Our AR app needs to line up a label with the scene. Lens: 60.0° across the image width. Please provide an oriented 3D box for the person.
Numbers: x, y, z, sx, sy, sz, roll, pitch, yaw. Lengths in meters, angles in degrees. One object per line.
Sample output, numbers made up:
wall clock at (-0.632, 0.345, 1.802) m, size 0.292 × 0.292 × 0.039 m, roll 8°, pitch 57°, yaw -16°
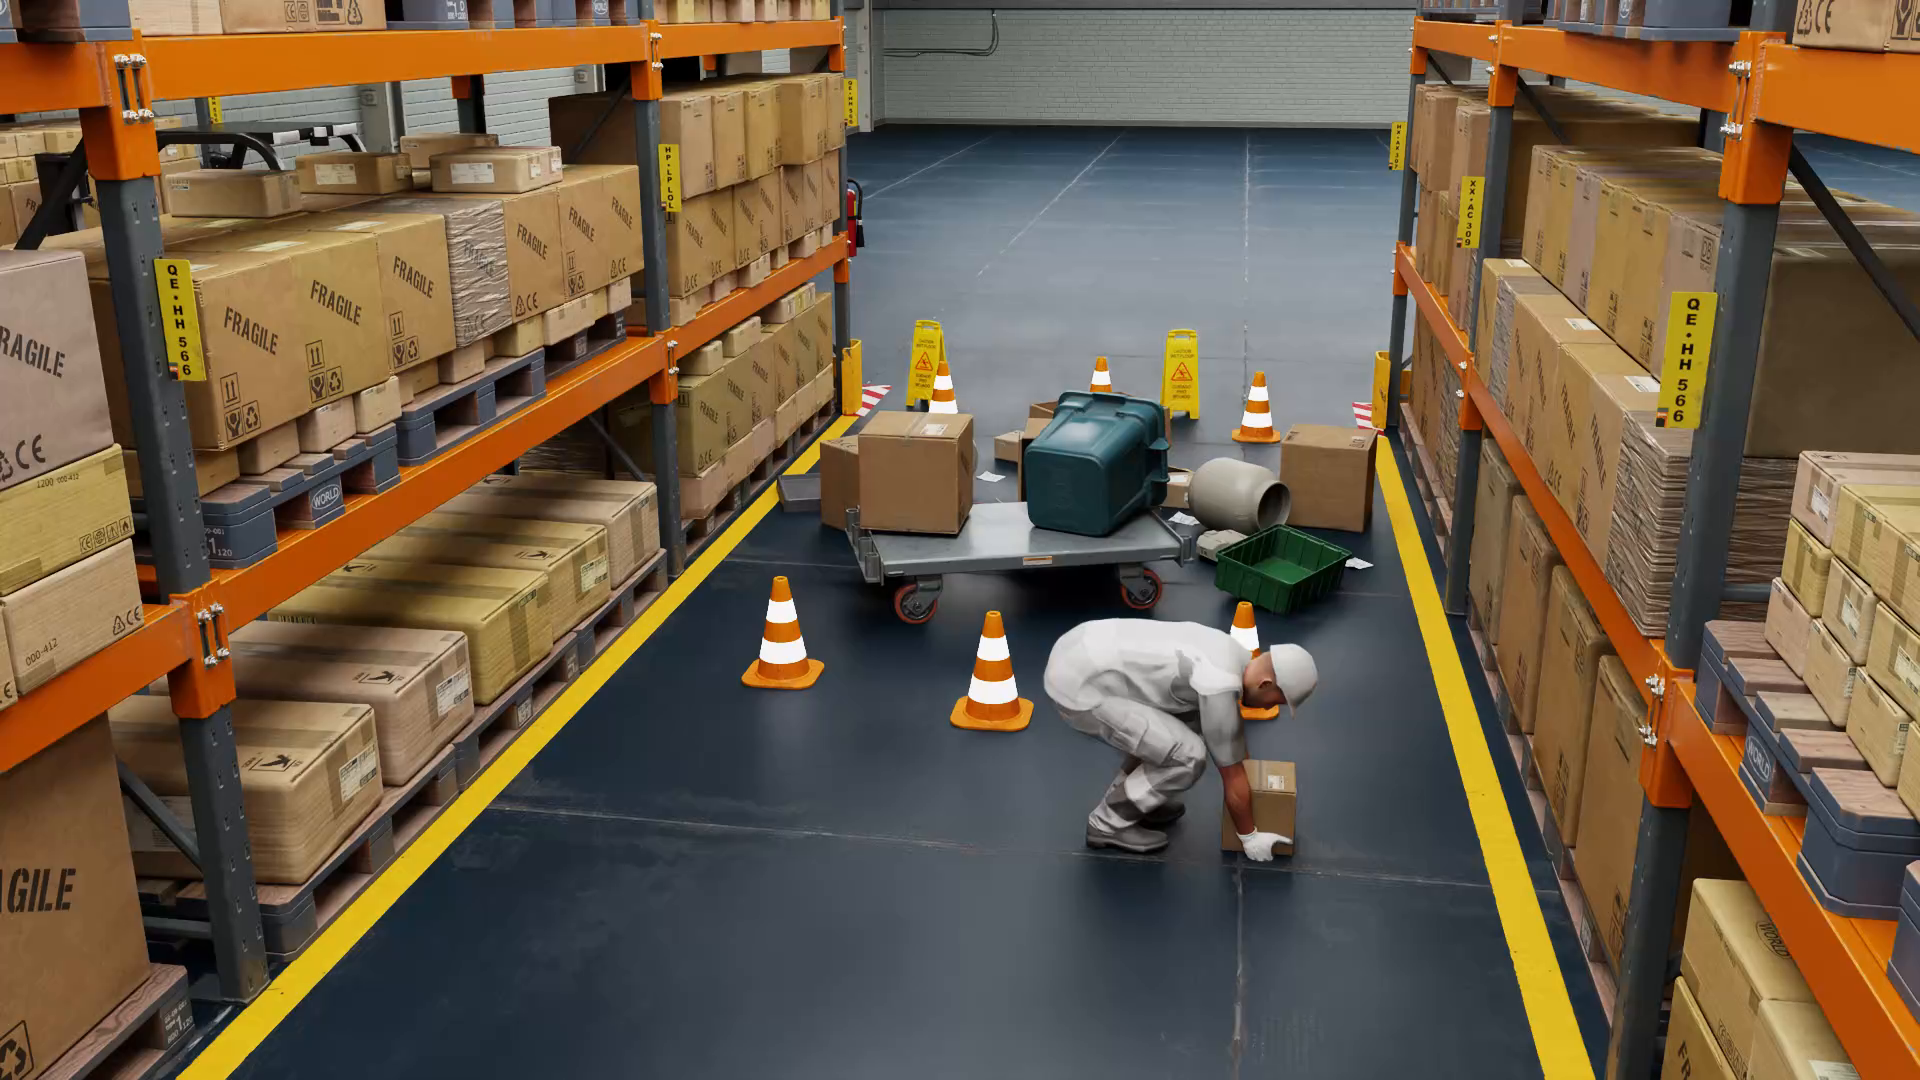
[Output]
person at (0.781, 0.700, 5.977) m, size 0.966 × 0.831 × 0.519 m, roll 2°, pitch 18°, yaw 7°
